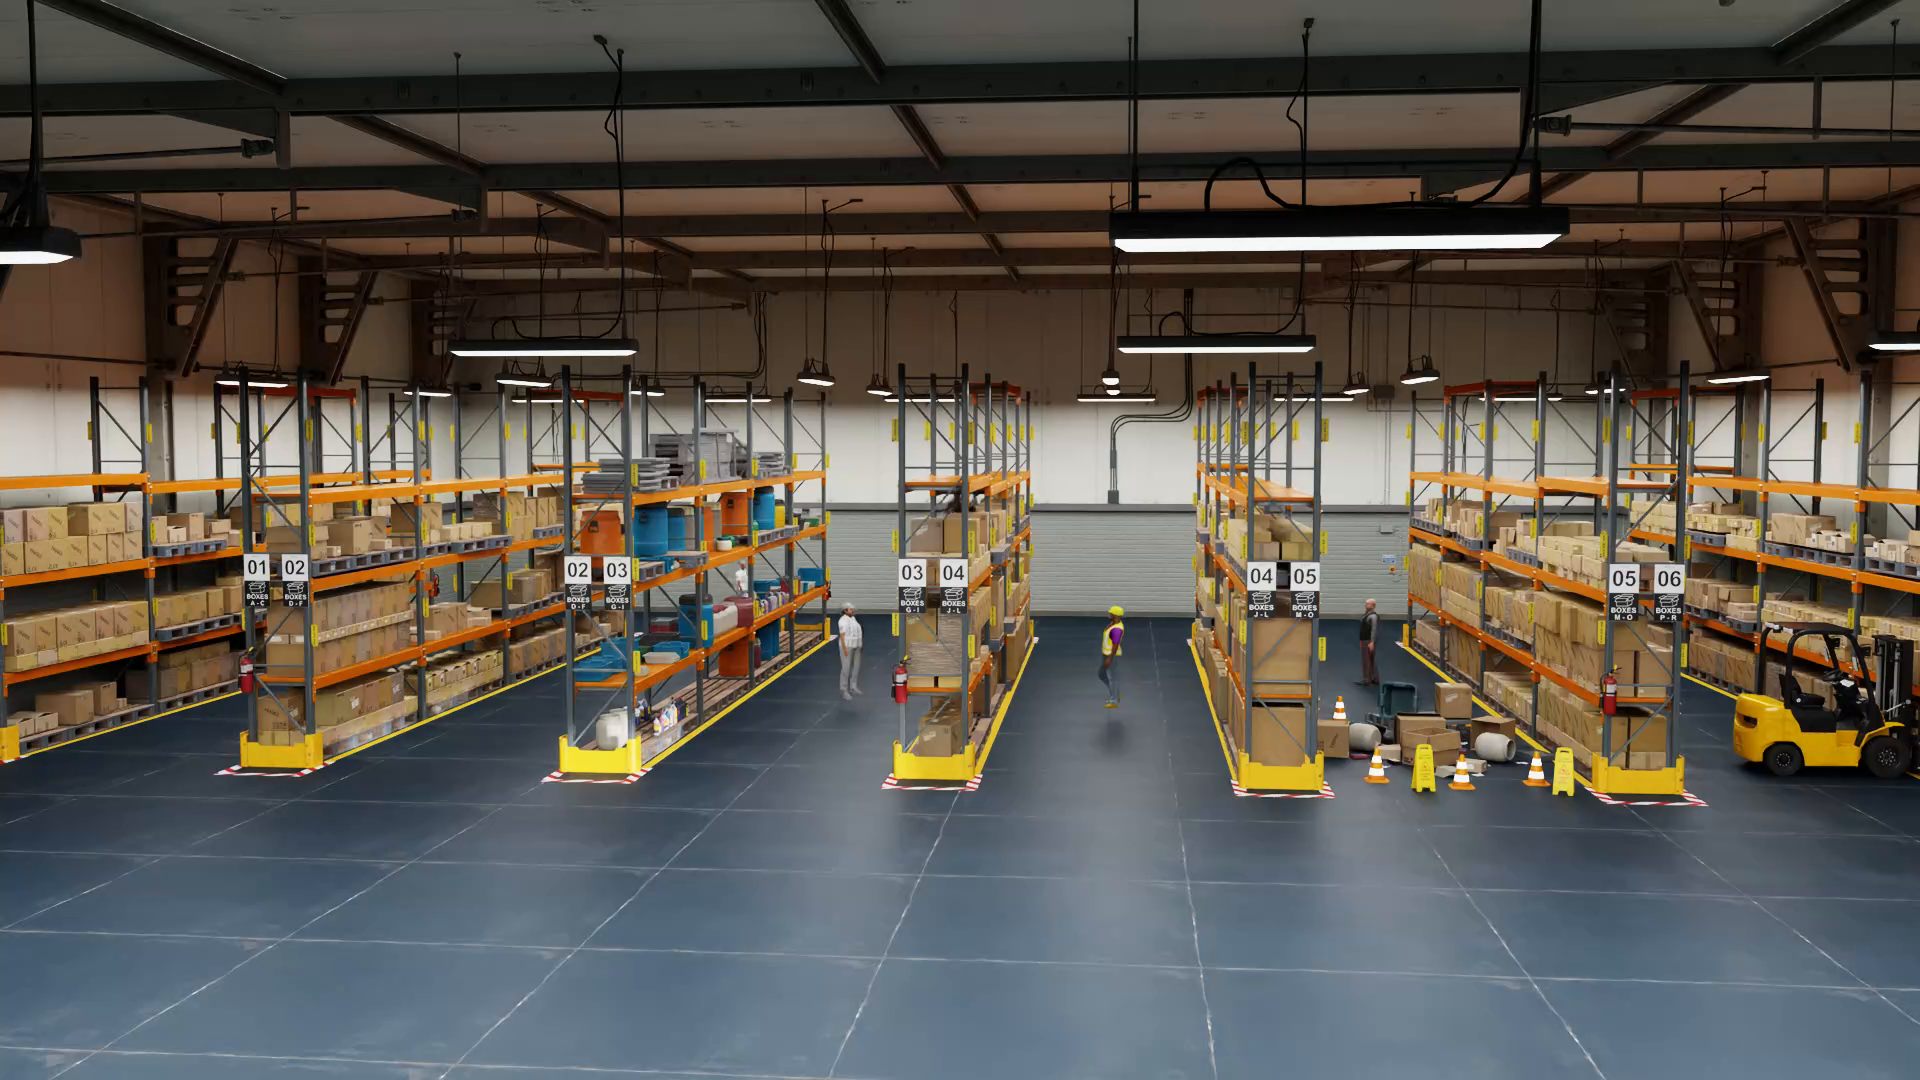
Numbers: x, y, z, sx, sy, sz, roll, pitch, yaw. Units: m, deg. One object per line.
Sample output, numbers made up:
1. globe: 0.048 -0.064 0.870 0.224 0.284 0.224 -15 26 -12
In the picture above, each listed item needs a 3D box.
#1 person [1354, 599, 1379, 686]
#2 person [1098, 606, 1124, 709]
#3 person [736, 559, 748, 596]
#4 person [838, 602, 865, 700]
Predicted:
1. person: 8.117 2.030 33.076 0.453 1.721 0.564 1 4 22
2. person: 2.624 2.003 28.720 0.462 1.757 0.680 -1 4 -10
3. person: -5.654 1.358 43.690 0.497 1.709 0.480 1 4 17
4. person: -1.981 2.000 30.249 0.399 1.730 0.561 3 5 41
